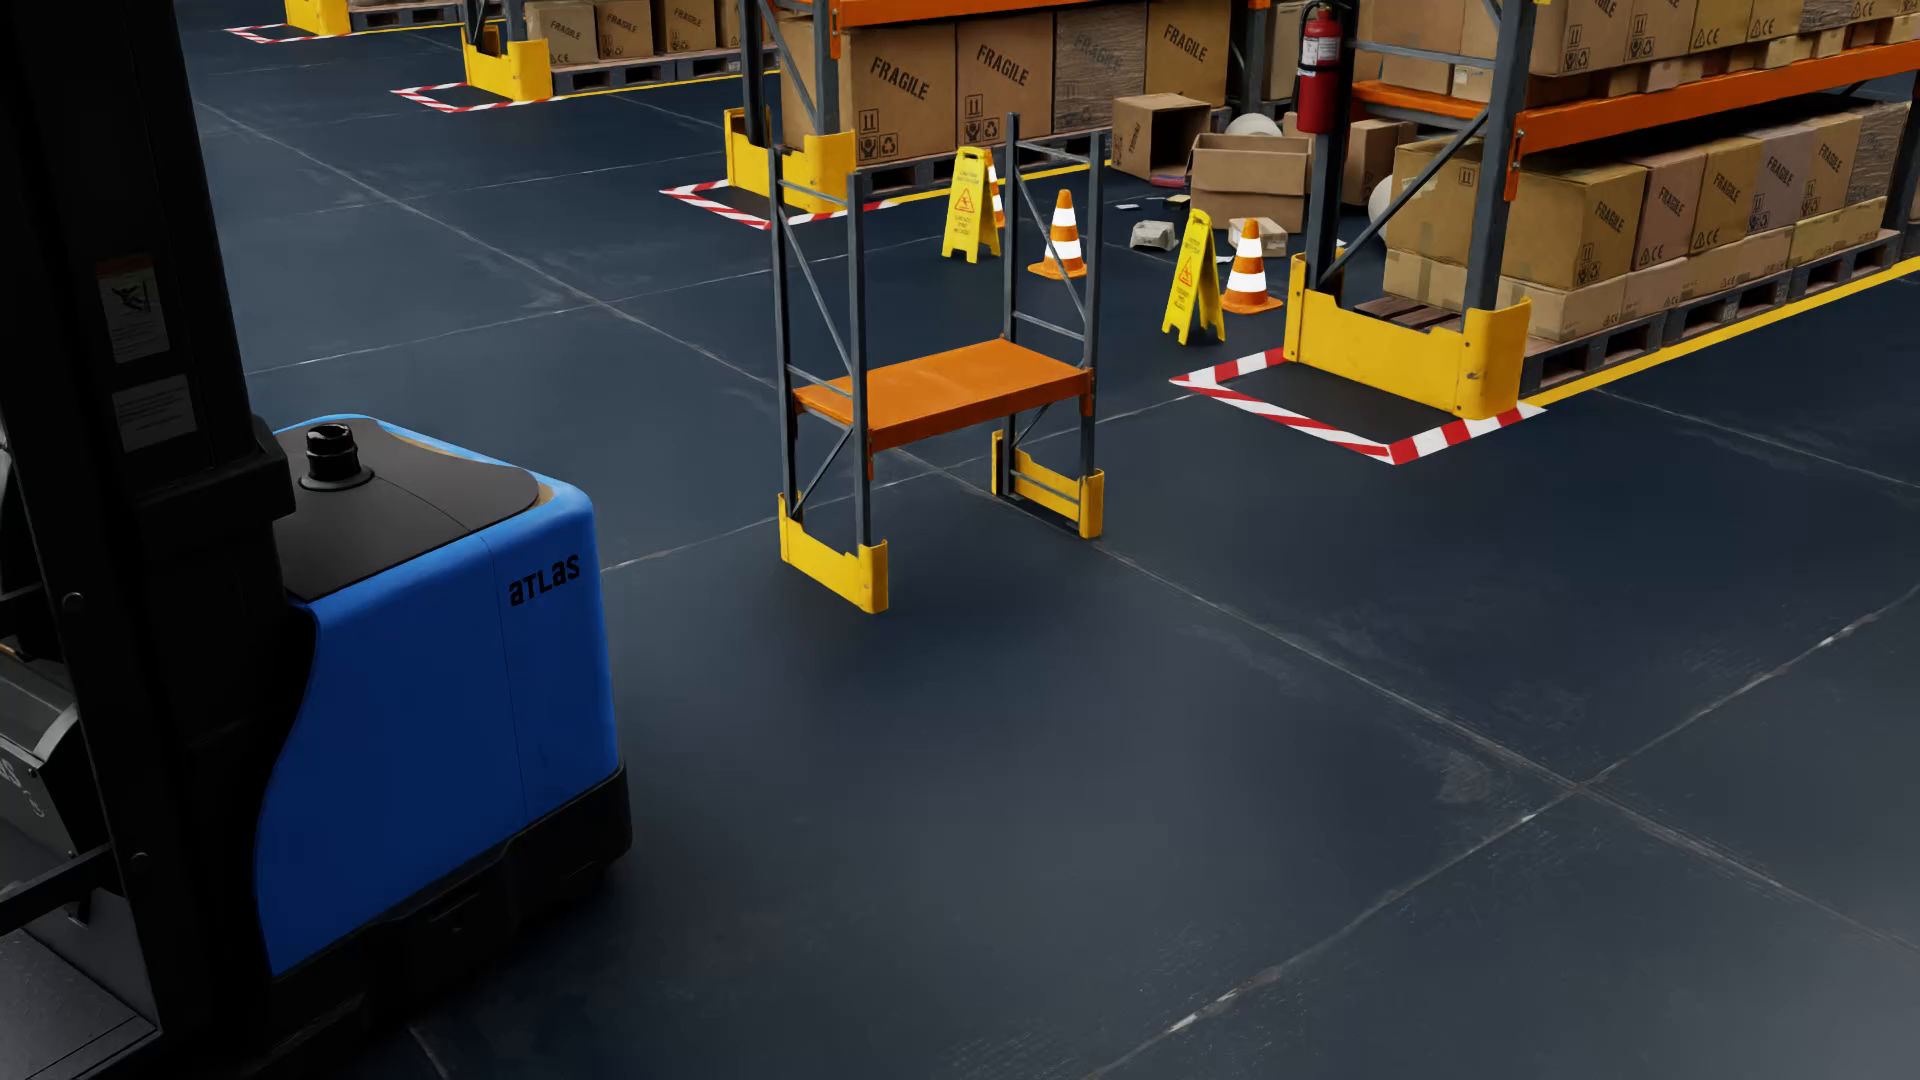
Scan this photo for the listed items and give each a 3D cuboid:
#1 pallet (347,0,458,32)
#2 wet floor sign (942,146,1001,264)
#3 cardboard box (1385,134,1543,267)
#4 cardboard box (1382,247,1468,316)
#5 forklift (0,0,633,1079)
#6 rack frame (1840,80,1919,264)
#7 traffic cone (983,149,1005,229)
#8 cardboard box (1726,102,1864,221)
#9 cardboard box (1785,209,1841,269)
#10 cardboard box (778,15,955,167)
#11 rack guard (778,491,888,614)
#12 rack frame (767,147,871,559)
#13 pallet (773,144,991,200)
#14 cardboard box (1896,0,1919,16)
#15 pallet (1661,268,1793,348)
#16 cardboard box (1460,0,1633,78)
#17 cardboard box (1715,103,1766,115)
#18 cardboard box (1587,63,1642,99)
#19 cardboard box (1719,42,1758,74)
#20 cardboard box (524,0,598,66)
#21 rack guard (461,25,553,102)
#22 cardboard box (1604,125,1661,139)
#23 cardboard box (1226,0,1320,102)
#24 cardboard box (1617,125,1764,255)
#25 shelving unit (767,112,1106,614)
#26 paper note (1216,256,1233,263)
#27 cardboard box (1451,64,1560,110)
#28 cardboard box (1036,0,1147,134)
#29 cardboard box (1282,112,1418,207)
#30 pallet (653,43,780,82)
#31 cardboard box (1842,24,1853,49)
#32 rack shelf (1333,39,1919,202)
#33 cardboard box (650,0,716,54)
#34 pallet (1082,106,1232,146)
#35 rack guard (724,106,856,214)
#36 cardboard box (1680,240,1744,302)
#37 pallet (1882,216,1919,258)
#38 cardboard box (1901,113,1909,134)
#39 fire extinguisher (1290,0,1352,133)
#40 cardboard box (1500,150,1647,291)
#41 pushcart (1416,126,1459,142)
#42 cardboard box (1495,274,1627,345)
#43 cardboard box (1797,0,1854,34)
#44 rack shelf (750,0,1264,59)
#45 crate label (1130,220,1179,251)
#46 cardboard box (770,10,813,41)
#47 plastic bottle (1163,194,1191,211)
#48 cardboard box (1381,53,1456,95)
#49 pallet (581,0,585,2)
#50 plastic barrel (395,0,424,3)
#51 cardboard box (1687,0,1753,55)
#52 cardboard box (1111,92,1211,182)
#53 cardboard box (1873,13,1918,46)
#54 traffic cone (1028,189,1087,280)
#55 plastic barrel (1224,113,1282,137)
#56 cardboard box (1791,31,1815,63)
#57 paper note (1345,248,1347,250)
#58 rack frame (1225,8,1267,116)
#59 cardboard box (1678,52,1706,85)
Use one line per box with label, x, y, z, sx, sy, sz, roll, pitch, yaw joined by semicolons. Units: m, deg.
pallet;-6.495;-6.004;18.935;1.213;0.211;1.003;-18;31;-34
wet floor sign;0.068;-1.982;9.755;0.267;0.644;0.232;21;32;37
cardboard box;2.473;-1.678;8.179;0.500;0.500;0.500;-18;30;-34
cardboard box;2.492;-1.349;8.361;0.500;0.250;0.500;-18;31;-34
forklift;-2.132;-0.092;2.967;1.130;2.935;3.031;17;30;32
rack frame;5.151;-3.139;9.451;0.127;3.000;1.000;-18;31;-34
traffic cone;0.163;-2.231;10.507;0.334;0.463;0.336;-18;31;-34
cardboard box;4.452;-2.047;8.975;0.500;0.500;0.500;-18;30;-33
cardboard box;4.439;-1.698;9.113;0.500;0.250;0.500;-19;31;-35
cardboard box;-0.638;-3.139;11.474;0.875;0.875;0.875;-18;30;-34
rack guard;-0.452;0.036;5.876;0.087;0.250;0.587;-18;31;-34
rack frame;-0.467;-0.526;5.602;0.032;1.500;0.500;-18;31;-34
pallet;-0.550;-2.682;11.779;1.213;0.211;1.003;-18;31;-34
cardboard box;4.955;-3.122;8.941;0.500;0.500;0.500;-19;31;-35
pallet;3.683;-1.370;8.950;1.213;0.211;1.003;-18;31;-34
cardboard box;2.547;-2.312;7.196;0.500;0.500;0.500;-19;31;-35
cardboard box;4.106;-2.216;9.338;0.500;0.500;0.500;-17;30;-32
cardboard box;2.847;-2.118;7.549;0.250;0.149;0.380;-19;31;-36
cardboard box;3.654;-2.395;8.145;0.250;0.149;0.380;-19;31;-35
cardboard box;-3.610;-4.596;15.061;0.500;0.500;0.500;-12;28;-25
rack guard;-4.052;-4.269;14.855;0.348;0.500;1.175;-18;31;-34
cardboard box;3.283;-1.944;8.751;0.500;0.500;0.500;-19;31;-35
cardboard box;2.450;-4.114;13.725;0.750;0.750;1.050;-18;31;-34
cardboard box;3.635;-1.773;8.383;0.500;0.500;0.500;-18;30;-33
shelving unit;-0.060;-0.661;5.892;1.083;1.500;0.587;-18;31;-34
paper note;1.519;-1.658;9.787;0.148;0.019;0.142;15;29;29
cardboard box;2.398;-2.006;7.307;0.250;0.149;0.380;-18;30;-34
cardboard box;0.772;-3.604;12.477;0.875;0.875;0.875;-18;30;-34
cardboard box;2.554;-2.570;11.029;0.503;0.637;0.797;-18;31;-34
pallet;-2.432;-4.652;16.024;1.213;0.211;1.003;-18;31;-34
cardboard box;4.436;-2.672;8.742;0.250;0.149;0.380;-19;31;-35
rack shelf;3.577;-2.293;8.483;4.000;0.370;1.077;-18;31;-34
cardboard box;-2.657;-4.919;15.757;0.500;0.500;0.500;-15;29;-29
pallet;1.370;-3.316;13.145;1.213;0.211;1.003;-18;31;-34
rack guard;-1.150;-2.574;11.202;0.348;0.500;1.175;-18;31;-34
cardboard box;3.636;-1.437;8.551;0.500;0.250;0.500;-16;29;-31
pallet;5.763;-2.077;10.475;1.213;0.211;1.003;-18;31;-34
cardboard box;6.126;-2.463;10.616;0.625;0.372;0.950;-16;29;-31
fire extinguisher;1.629;-2.188;7.493;0.183;0.674;0.296;-18;31;-34
cardboard box;2.827;-1.508;7.813;0.500;0.500;0.500;-19;31;-36
pushcart;3.705;-2.692;11.602;1.648;0.377;0.936;15;29;29
cardboard box;2.809;-1.161;7.957;0.500;0.250;0.500;-19;31;-34
cardboard box;4.148;-2.849;8.354;0.500;0.500;0.500;-17;30;-33
rack shelf;0.443;-3.907;11.960;4.000;0.370;1.077;-18;31;-34
crate label;1.173;-1.845;10.063;0.250;0.136;0.298;10;27;20
cardboard box;-1.750;-5.237;16.441;0.500;0.500;0.500;-9;26;-18
plastic bottle;1.461;-2.241;11.005;0.133;0.061;0.283;15;29;29
cardboard box;2.165;-2.154;7.627;0.250;0.149;0.380;-17;30;-32
pallet;-4.575;-6.637;20.301;1.213;0.211;1.003;-18;31;-34
plastic barrel;-6.303;-6.412;18.960;0.421;0.512;0.421;0;25;0
cardboard box;3.353;-2.580;7.774;0.500;0.500;0.500;-19;31;-35
cardboard box;1.428;-2.877;11.852;0.500;0.500;0.500;-13;28;-25
cardboard box;4.894;-2.774;8.962;0.250;0.149;0.380;-17;30;-33
traffic cone;0.593;-1.768;9.510;0.334;0.463;0.336;-18;31;-34
plastic barrel;2.071;-2.781;11.740;0.421;0.421;0.512;1;25;2
cardboard box;4.069;-2.519;8.414;0.250;0.149;0.380;-19;31;-35
paper note;2.304;-1.742;9.992;0.123;0.001;0.032;-18;31;-34
rack frame;2.017;-4.753;12.928;0.127;3.000;1.000;-18;31;-34
cardboard box;3.258;-2.247;7.827;0.250;0.149;0.380;-17;30;-33
